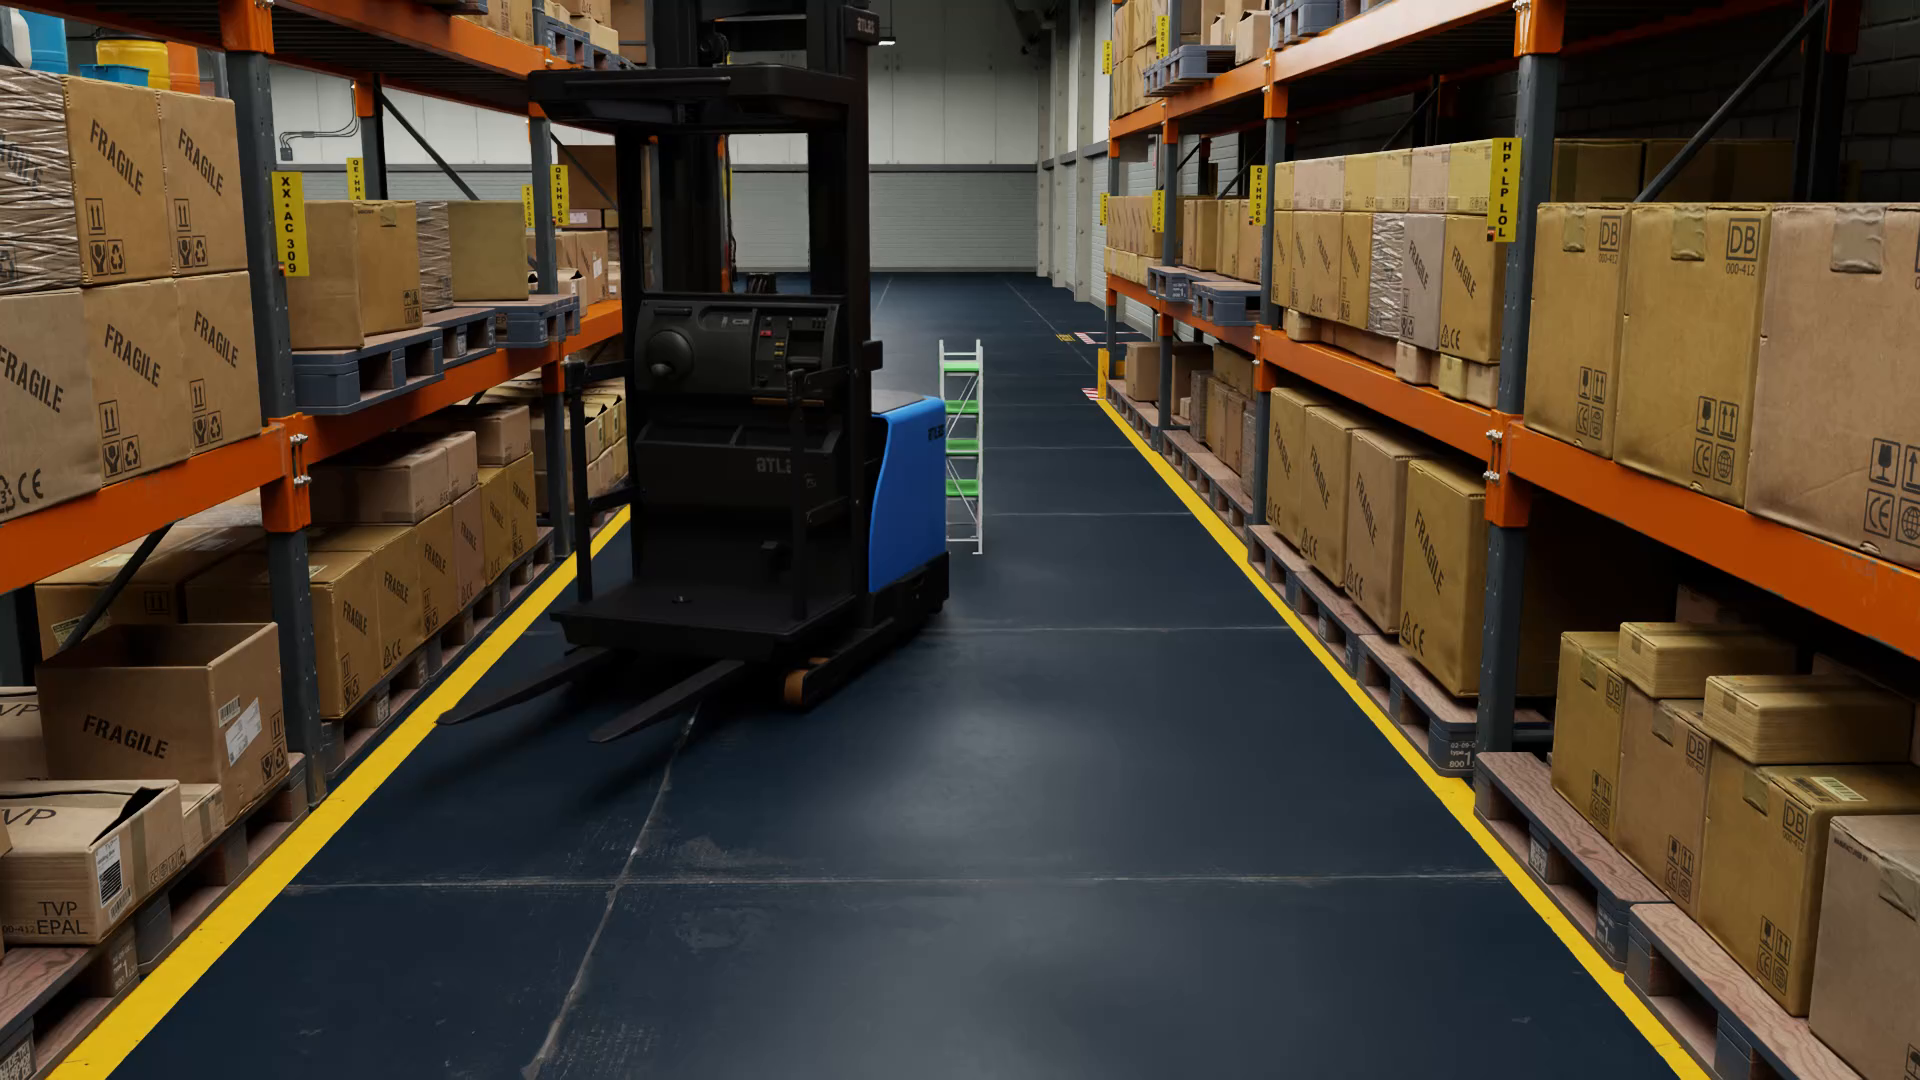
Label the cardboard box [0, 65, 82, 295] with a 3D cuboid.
[{"bbox_3d":[-2.376,-0.810,3.743,0.500,0.500,0.500,0,11,-1],"label":"cardboard box"}]

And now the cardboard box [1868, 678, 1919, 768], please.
[{"bbox_3d":[2.416,0.434,3.974,0.380,0.149,0.250,0,11,-1],"label":"cardboard box"}]

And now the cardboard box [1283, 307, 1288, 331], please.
[{"bbox_3d":[1.977,-1.209,9.057,0.380,0.149,0.250,0,11,-2],"label":"cardboard box"}]

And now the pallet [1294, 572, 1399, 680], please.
[{"bbox_3d":[2.165,0.376,7.672,1.003,0.211,1.213,0,11,-1],"label":"pallet"}]

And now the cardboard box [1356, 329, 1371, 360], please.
[{"bbox_3d":[2.019,-0.904,7.555,0.380,0.149,0.250,0,11,-1],"label":"cardboard box"}]

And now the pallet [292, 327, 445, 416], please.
[{"bbox_3d":[-2.576,-0.638,6.143,1.003,0.211,1.213,0,11,-1],"label":"pallet"}]

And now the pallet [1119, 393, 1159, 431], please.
[{"bbox_3d":[2.041,-1.194,15.414,1.003,0.211,1.213,0,11,-1],"label":"pallet"}]

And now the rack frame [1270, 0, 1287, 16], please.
[{"bbox_3d":[2.201,-4.329,8.765,1.000,3.000,0.127,0,11,-1],"label":"rack frame"}]

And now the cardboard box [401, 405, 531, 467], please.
[{"bbox_3d":[-2.492,-0.530,8.421,0.500,0.250,0.500,0,11,1],"label":"cardboard box"}]

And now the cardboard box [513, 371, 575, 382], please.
[{"bbox_3d":[-3.069,-1.113,12.452,0.500,0.311,0.500,0,11,-2],"label":"cardboard box"}]

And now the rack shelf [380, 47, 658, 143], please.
[{"bbox_3d":[-2.792,-2.883,10.991,1.077,0.370,4.000,0,11,-1],"label":"rack shelf"}]

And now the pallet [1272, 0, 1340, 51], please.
[{"bbox_3d":[2.268,-2.639,8.452,1.213,0.211,1.003,0,11,1],"label":"pallet"}]

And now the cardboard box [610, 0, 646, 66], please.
[{"bbox_3d":[-2.581,-4.058,13.312,0.500,0.500,0.500,1,11,4],"label":"cardboard box"}]

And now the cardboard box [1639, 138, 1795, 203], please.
[{"bbox_3d":[2.535,-1.259,5.782,0.500,0.250,0.500,0,11,1],"label":"cardboard box"}]

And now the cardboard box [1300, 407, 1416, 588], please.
[{"bbox_3d":[2.097,-0.220,7.952,0.750,0.750,0.750,0,11,-1],"label":"cardboard box"}]

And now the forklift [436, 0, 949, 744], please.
[{"bbox_3d":[-1.019,-0.844,6.850,1.130,2.935,3.031,4,12,19],"label":"forklift"}]

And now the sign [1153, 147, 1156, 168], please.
[{"bbox_3d":[2.878,-5.666,24.612,0.001,0.298,0.199,0,11,-1],"label":"sign"}]

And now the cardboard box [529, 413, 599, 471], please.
[{"bbox_3d":[-2.468,-0.606,9.953,0.500,0.311,0.500,0,11,1],"label":"cardboard box"}]

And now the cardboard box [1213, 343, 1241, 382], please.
[{"bbox_3d":[2.163,-1.308,12.259,0.500,0.250,0.500,0,11,-2],"label":"cardboard box"}]

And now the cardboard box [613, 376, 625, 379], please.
[{"bbox_3d":[-2.522,-1.113,12.452,0.500,0.311,0.500,0,11,0],"label":"cardboard box"}]

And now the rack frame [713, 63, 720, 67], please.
[{"bbox_3d":[-2.916,-5.898,16.500,1.000,3.000,0.127,0,11,-1],"label":"rack frame"}]

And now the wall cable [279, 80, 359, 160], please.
[{"bbox_3d":[-18.445,-13.911,47.444,2.305,6.003,0.169,0,11,-1],"label":"wall cable"}]

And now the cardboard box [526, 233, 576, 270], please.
[{"bbox_3d":[-2.802,-1.750,10.891,0.500,0.500,0.500,-1,11,-4],"label":"cardboard box"}]

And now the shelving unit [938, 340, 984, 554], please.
[{"bbox_3d":[0.003,-0.555,9.778,0.258,1.200,0.503,0,11,-1],"label":"shelving unit"}]

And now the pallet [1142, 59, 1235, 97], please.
[{"bbox_3d":[2.025,-3.439,12.394,1.213,0.211,1.003,0,11,-1],"label":"pallet"}]

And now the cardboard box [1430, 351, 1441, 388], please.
[{"bbox_3d":[2.005,-0.648,6.292,0.380,0.149,0.250,0,11,1],"label":"cardboard box"}]

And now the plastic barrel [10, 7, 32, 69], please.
[{"bbox_3d":[-7.599,-3.961,13.155,0.421,0.512,0.421,0,11,0],"label":"plastic barrel"}]

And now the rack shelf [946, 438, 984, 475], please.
[{"bbox_3d":[0.003,-0.493,9.790,0.258,0.148,0.480,0,11,-1],"label":"rack shelf"}]

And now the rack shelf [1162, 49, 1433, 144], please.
[{"bbox_3d":[2.160,-2.904,11.095,1.077,0.370,4.000,0,11,-1],"label":"rack shelf"}]

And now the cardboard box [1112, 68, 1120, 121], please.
[{"bbox_3d":[1.793,-4.441,16.557,0.500,0.500,0.500,0,11,0],"label":"cardboard box"}]

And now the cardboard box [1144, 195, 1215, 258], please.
[{"bbox_3d":[1.800,-2.581,13.676,0.500,0.500,0.500,0,11,-1],"label":"cardboard box"}]

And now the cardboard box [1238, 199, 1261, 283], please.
[{"bbox_3d":[2.143,-1.858,10.315,0.700,0.500,0.500,-1,12,-7],"label":"cardboard box"}]

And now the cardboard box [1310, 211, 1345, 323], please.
[{"bbox_3d":[1.966,-1.293,7.839,0.500,0.500,0.500,0,11,-1],"label":"cardboard box"}]

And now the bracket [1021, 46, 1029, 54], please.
[{"bbox_3d":[1.883,-14.064,47.694,0.235,0.232,0.430,0,11,-1],"label":"bracket"}]

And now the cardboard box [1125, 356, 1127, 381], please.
[{"bbox_3d":[1.960,-1.739,16.744,0.500,0.311,0.500,-2,12,-8],"label":"cardboard box"}]

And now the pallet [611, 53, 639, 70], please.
[{"bbox_3d":[-2.803,-3.364,12.034,0.805,0.209,1.217,-1,11,-3],"label":"pallet"}]

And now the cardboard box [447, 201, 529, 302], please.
[{"bbox_3d":[-2.625,-1.498,8.591,0.700,0.500,0.500,-4,12,-20],"label":"cardboard box"}]

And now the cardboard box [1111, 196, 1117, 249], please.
[{"bbox_3d":[1.746,-3.089,16.180,0.500,0.500,0.500,0,11,-1],"label":"cardboard box"}]

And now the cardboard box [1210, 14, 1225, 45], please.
[{"bbox_3d":[2.063,-3.585,11.809,0.500,0.311,0.500,0,11,1],"label":"cardboard box"}]

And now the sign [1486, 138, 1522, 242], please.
[{"bbox_3d":[1.742,-1.118,5.315,0.100,0.325,0.005,0,11,-1],"label":"sign"}]

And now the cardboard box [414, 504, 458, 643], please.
[{"bbox_3d":[-2.460,0.134,7.034,0.500,0.500,0.500,0,11,0],"label":"cardboard box"}]

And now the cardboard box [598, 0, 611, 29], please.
[{"bbox_3d":[-2.861,-4.010,12.172,0.500,0.500,0.500,0,11,0],"label":"cardboard box"}]

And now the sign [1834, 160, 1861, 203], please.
[{"bbox_3d":[2.839,-1.060,5.361,0.100,0.325,0.005,0,11,-1],"label":"sign"}]

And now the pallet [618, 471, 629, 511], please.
[{"bbox_3d":[-2.751,-0.407,11.535,1.003,0.211,1.213,0,11,-1],"label":"pallet"}]

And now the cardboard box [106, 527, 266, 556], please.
[{"bbox_3d":[-2.967,0.241,6.505,0.500,0.500,0.500,0,11,-1],"label":"cardboard box"}]

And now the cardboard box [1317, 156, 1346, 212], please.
[{"bbox_3d":[1.979,-1.664,7.779,0.500,0.250,0.500,0,11,-1],"label":"cardboard box"}]

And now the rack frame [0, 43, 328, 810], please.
[{"bbox_3d":[-2.668,-0.573,5.338,1.000,3.000,0.127,0,11,-1],"label":"rack frame"}]

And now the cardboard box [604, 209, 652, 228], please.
[{"bbox_3d":[-2.646,-2.584,13.370,0.380,0.149,0.250,0,11,-1],"label":"cardboard box"}]

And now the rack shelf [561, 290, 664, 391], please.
[{"bbox_3d":[-2.792,-1.413,11.289,1.077,0.370,4.000,0,11,-1],"label":"rack shelf"}]

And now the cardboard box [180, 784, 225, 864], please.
[{"bbox_3d":[-2.305,0.795,4.659,0.380,0.149,0.250,0,11,-1],"label":"cardboard box"}]

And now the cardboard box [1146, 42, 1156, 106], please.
[{"bbox_3d":[1.863,-3.913,13.956,0.500,0.500,0.500,-1,12,-6],"label":"cardboard box"}]

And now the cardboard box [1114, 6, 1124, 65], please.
[{"bbox_3d":[1.761,-4.821,15.916,0.500,0.500,0.500,0,11,-2],"label":"cardboard box"}]

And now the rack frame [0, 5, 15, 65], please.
[{"bbox_3d":[-7.786,-5.084,12.484,1.000,3.000,0.127,0,11,-1],"label":"rack frame"}]

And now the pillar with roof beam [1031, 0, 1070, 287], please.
[{"bbox_3d":[-1.885,-10.537,39.364,9.100,9.000,0.548,0,11,-1],"label":"pillar with roof beam"}]

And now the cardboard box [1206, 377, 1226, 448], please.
[{"bbox_3d":[2.211,-0.926,12.260,0.700,0.500,0.500,0,11,-2],"label":"cardboard box"}]

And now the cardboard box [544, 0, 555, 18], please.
[{"bbox_3d":[-2.846,-3.278,10.450,0.500,0.250,0.500,0,11,-2],"label":"cardboard box"}]

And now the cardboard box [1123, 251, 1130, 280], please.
[{"bbox_3d":[1.767,-2.512,15.225,0.500,0.250,0.500,0,11,-1],"label":"cardboard box"}]
